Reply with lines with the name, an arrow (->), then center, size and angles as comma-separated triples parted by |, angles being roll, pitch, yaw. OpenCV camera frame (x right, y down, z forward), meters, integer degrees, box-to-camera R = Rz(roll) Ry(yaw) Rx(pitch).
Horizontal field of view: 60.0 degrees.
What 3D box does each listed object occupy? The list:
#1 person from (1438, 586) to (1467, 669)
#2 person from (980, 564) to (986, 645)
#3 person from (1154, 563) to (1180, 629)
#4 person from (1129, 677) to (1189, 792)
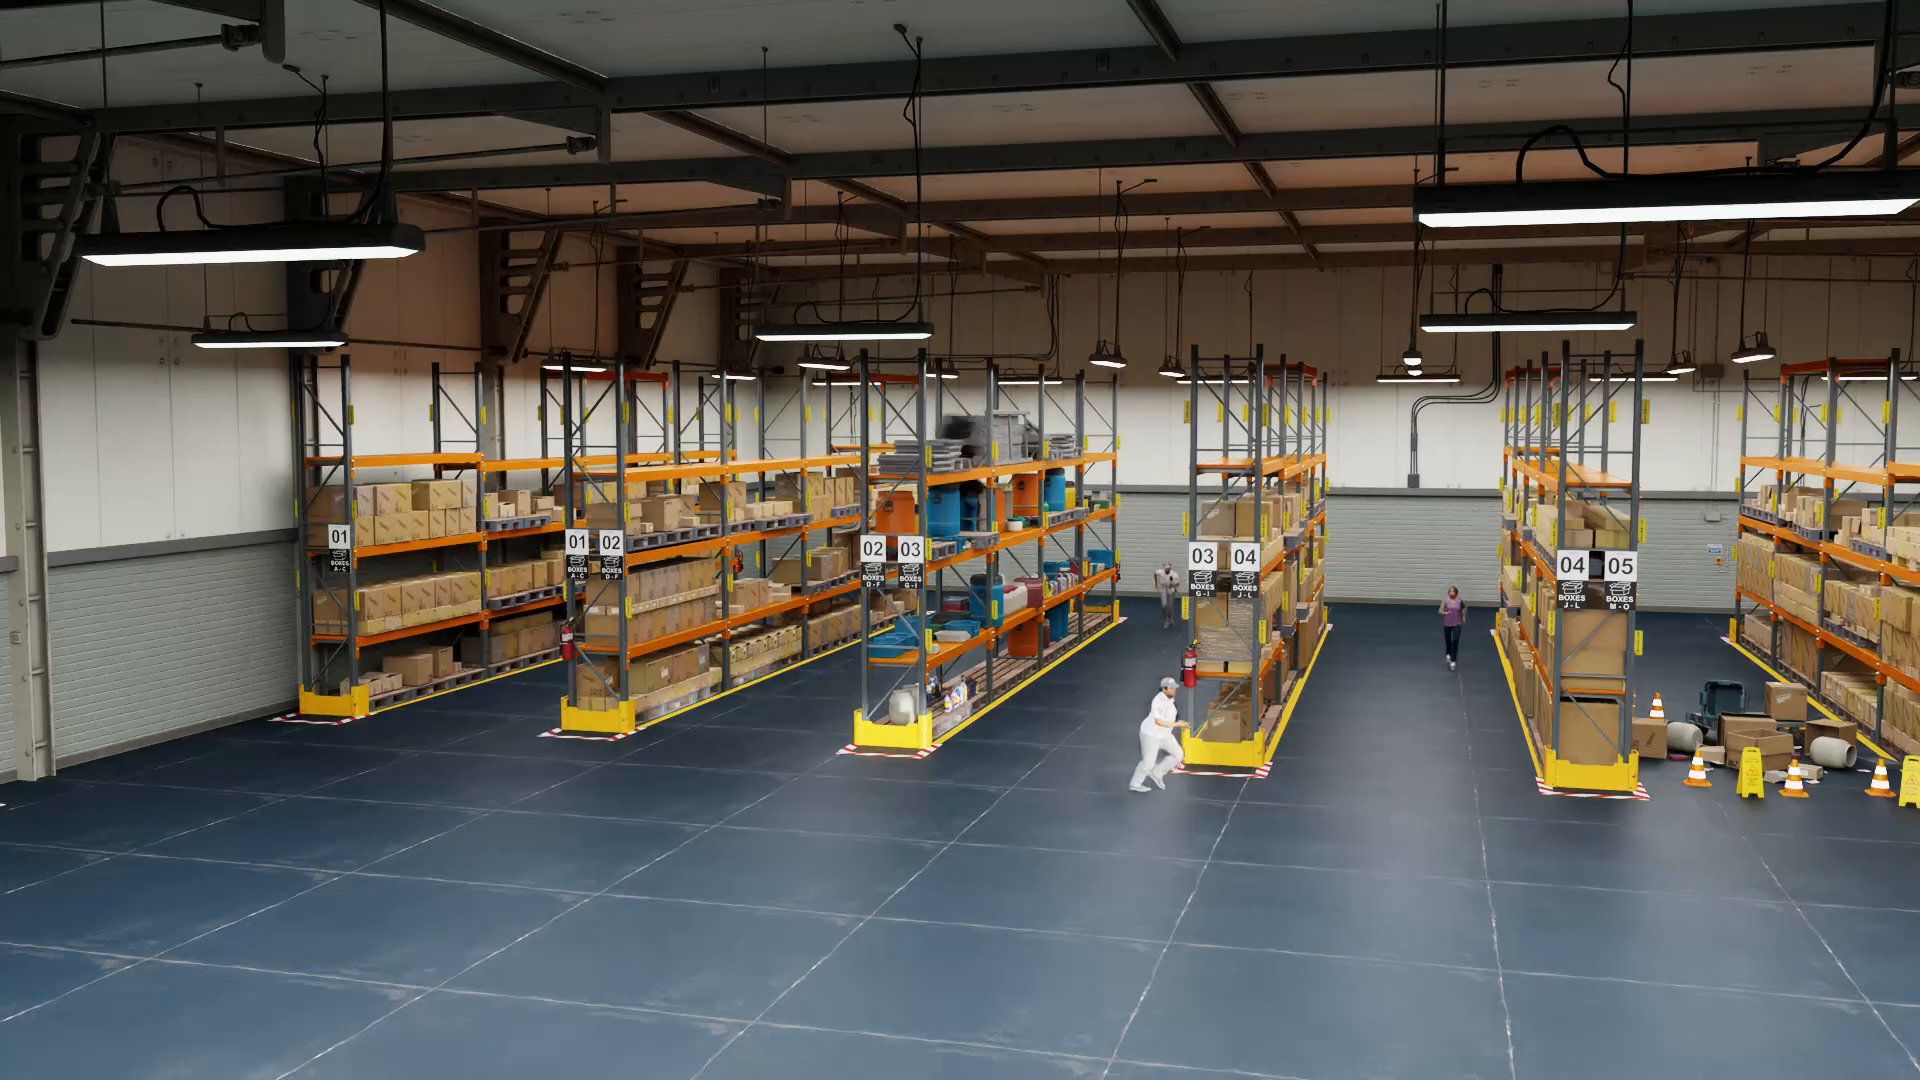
person -> 9.756, 1.708, 32.957 | 0.538, 1.609, 0.842 | 1, 4, 17
person -> 0.584, 1.398, 36.372 | 0.680, 1.789, 0.724 | 1, 4, 10
person -> 4.900, 1.304, 39.317 | 0.611, 1.616, 0.966 | 1, 4, 11
person -> 2.646, 2.573, 21.961 | 0.865, 1.554, 0.603 | 3, 5, 37
